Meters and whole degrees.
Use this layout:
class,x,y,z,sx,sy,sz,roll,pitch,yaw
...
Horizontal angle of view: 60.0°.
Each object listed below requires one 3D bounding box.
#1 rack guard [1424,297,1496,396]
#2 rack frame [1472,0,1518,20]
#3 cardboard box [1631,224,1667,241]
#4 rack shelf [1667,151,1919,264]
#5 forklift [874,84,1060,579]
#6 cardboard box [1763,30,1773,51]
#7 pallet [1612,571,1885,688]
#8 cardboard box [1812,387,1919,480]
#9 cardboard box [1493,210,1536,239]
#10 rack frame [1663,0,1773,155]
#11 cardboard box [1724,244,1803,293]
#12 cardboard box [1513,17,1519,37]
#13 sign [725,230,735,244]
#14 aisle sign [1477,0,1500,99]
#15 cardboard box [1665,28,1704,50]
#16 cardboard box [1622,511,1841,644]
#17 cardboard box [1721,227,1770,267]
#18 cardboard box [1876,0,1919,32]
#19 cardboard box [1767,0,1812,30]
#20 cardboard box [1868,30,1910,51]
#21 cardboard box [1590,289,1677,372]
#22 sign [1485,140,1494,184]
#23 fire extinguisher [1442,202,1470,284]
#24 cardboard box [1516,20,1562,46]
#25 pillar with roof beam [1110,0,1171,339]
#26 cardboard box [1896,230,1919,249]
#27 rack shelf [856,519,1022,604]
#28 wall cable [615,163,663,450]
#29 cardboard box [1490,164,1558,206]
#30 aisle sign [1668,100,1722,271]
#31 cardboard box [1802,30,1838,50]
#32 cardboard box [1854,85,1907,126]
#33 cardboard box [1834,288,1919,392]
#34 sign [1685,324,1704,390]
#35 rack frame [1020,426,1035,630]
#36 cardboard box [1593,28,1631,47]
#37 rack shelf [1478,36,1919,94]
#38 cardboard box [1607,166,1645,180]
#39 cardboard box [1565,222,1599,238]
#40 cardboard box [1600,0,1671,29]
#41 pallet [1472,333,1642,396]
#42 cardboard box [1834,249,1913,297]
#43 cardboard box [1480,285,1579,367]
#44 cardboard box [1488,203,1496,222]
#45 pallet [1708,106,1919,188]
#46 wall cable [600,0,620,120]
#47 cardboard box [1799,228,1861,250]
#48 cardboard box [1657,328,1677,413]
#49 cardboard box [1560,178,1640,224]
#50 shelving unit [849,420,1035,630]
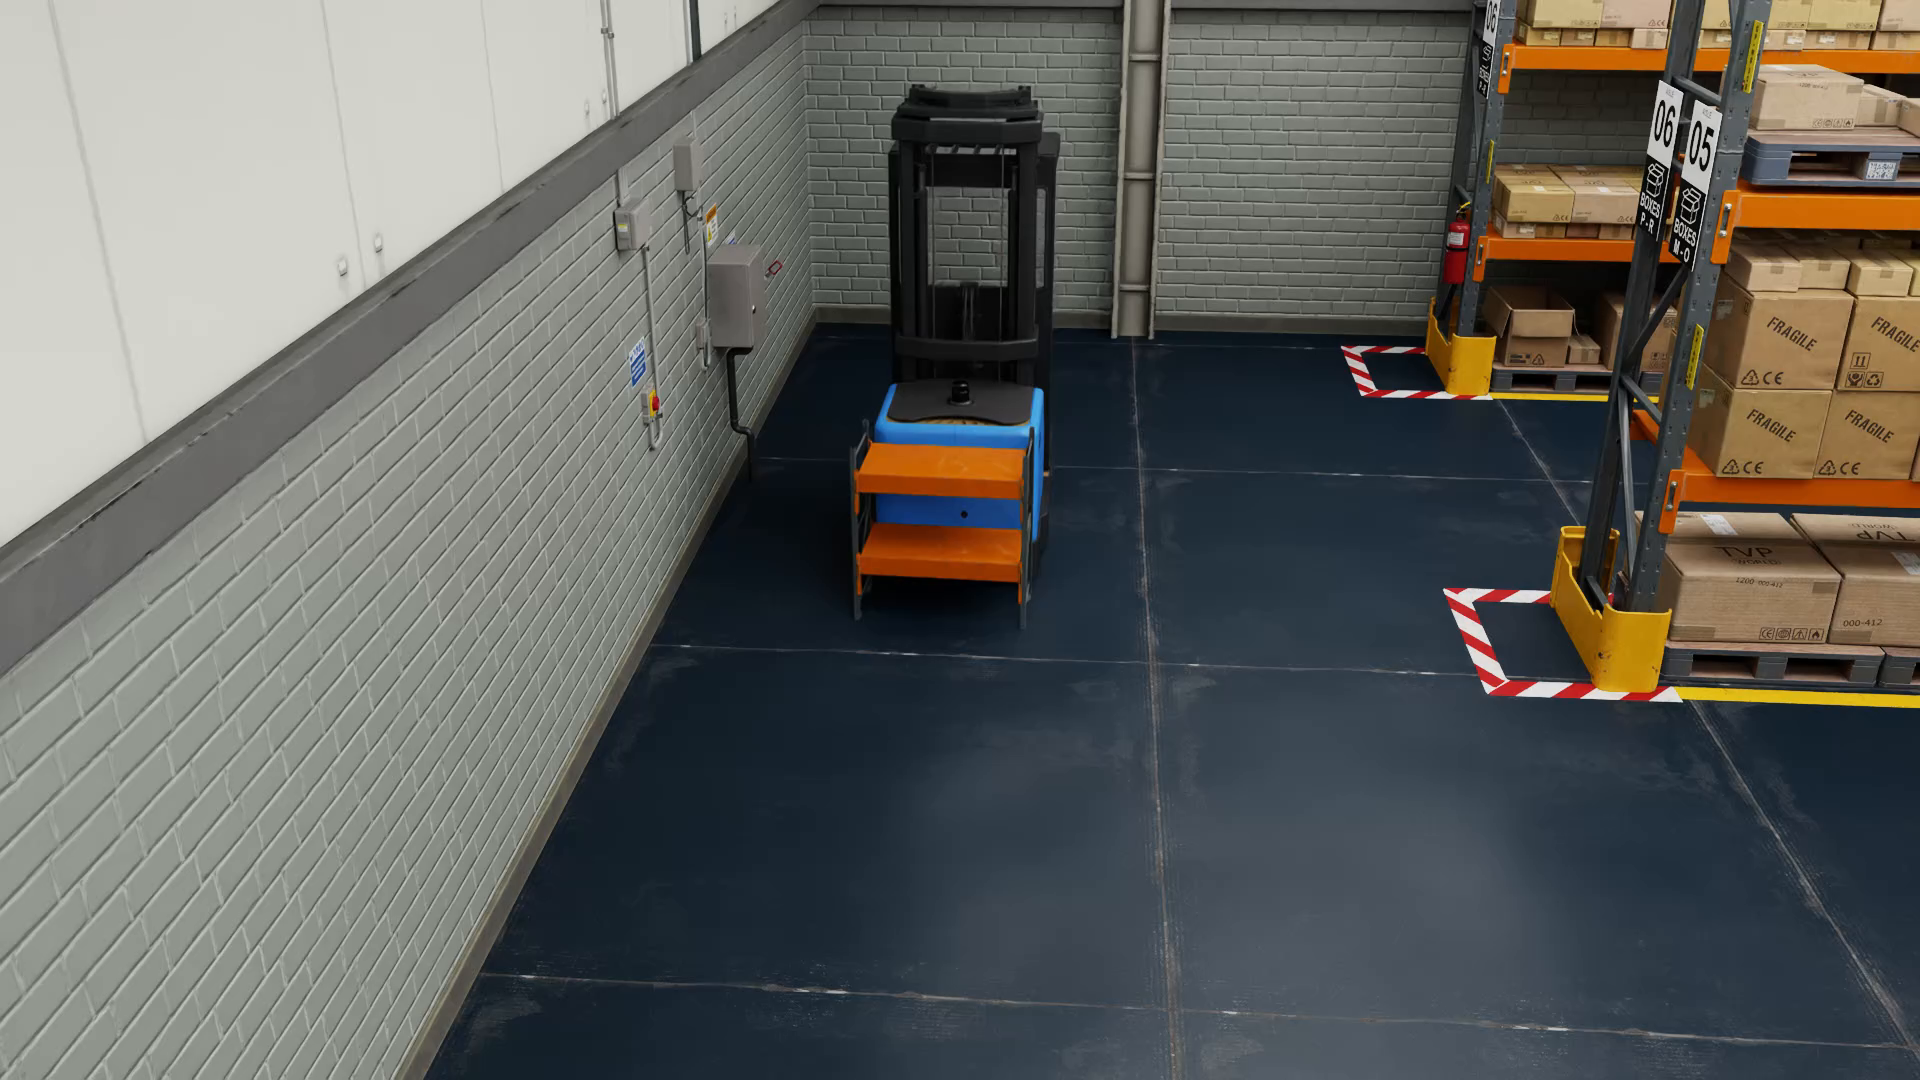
class,x,y,z,sx,sy,sz,roll,pitch,yaw
rack guard,4.290,-1.676,14.295,0.348,0.500,1.175,2,25,4
rack frame,4.214,-5.540,12.524,0.127,3.000,1.000,2,25,4
cardboard box,5.555,-2.553,13.510,0.250,0.149,0.380,2,25,5
rack shelf,5.832,-1.717,8.666,4.000,0.370,1.077,2,25,4
forklift,0.101,-1.666,11.365,1.130,2.935,3.031,2,25,5
cardboard box,6.035,-3.866,12.776,0.250,0.149,0.380,2,25,4
pallet,4.641,0.514,9.880,1.213,0.211,1.003,2,25,4
cardboard box,4.801,-0.651,8.957,0.500,0.500,0.500,1,25,3
cardboard box,4.521,-2.575,13.559,0.250,0.149,0.380,2,25,4
rack frame,3.838,-3.471,8.027,0.127,3.000,1.000,2,25,4
cardboard box,4.170,-1.413,8.641,0.250,0.149,0.380,2,25,5
cardboard box,4.551,-4.149,13.391,0.250,0.149,0.380,2,25,5
sign,-1.649,-1.956,12.027,0.001,0.494,0.329,2,25,4
aisle sign,4.123,-3.875,12.973,0.004,0.787,0.394,2,25,4
cardboard box,5.534,-3.887,12.821,0.250,0.149,0.380,2,25,4
cardboard box,4.503,0.207,9.774,0.875,0.438,0.875,1,25,2
cardboard box,4.211,-1.612,9.072,0.250,0.149,0.380,2,25,5
cardboard box,7.183,-4.039,12.675,0.500,0.250,0.500,1,25,2
cardboard box,6.171,-4.080,12.763,0.500,0.250,0.500,1,25,3
cardboard box,7.066,-3.854,12.750,0.250,0.149,0.380,2,25,4
cardboard box,5.666,-1.767,13.989,0.500,0.500,0.700,3,25,6
sign,4.172,-2.981,13.105,0.005,0.325,0.100,2,25,4
fire extinguisher,4.032,-2.422,13.463,0.183,0.674,0.296,2,25,4
cardboard box,4.514,-3.956,12.970,0.250,0.149,0.380,2,25,5
pillar with roof beam,1.265,-4.207,9.628,0.400,9.000,9.100,2,25,4
cardboard box,5.233,-1.577,8.998,0.250,0.149,0.380,2,25,4
rack shelf,-0.098,0.126,10.215,1.000,0.278,0.538,3,25,6
wall cable,-1.786,-1.392,9.434,0.123,1.953,0.585,2,25,4
cardboard box,4.693,-2.977,13.955,0.500,0.250,0.500,3,25,6
aisle sign,3.744,-1.808,8.480,0.004,0.787,0.394,2,25,4
cardboard box,6.549,-3.881,12.807,0.250,0.149,0.380,2,25,5
cardboard box,4.717,-2.273,8.692,0.250,0.149,0.380,0,25,0
cardboard box,4.810,-1.097,8.731,0.500,0.500,0.500,1,25,3
sign,3.789,-0.944,8.582,0.005,0.325,0.100,2,25,4
rack frame,0.407,-0.071,10.059,0.032,1.125,0.500,3,25,6
cardboard box,5.032,-3.943,12.943,0.250,0.149,0.380,2,25,4
rack shelf,6.208,-3.786,13.162,4.000,0.370,1.077,2,25,4
cardboard box,5.700,-2.942,13.880,0.500,0.250,0.500,3,25,6
cardboard box,5.042,-2.593,13.596,0.250,0.149,0.380,2,25,3
cardboard box,5.144,-4.108,12.825,0.500,0.250,0.500,2,25,5
pallet,5.085,-1.520,14.301,1.213,0.211,1.003,2,25,4
cardboard box,4.688,-1.378,8.565,0.250,0.149,0.380,3,25,6
cardboard box,4.816,-1.812,14.083,0.637,0.503,0.797,1,25,2
cardboard box,4.565,-2.801,14.050,0.250,0.149,0.380,2,25,3
pallet,4.578,-2.048,8.631,1.213,0.211,1.003,2,25,4
wall cable,-1.856,-3.535,8.168,0.029,3.000,0.463,2,25,4
cardboard box,4.730,-1.640,9.135,0.250,0.149,0.380,2,25,3
cardboard box,4.339,-0.886,9.467,0.500,0.500,0.500,2,25,4
cardboard box,5.148,-2.738,13.436,0.500,0.250,0.500,2,25,5
shelving unit,-0.098,-0.096,10.113,1.048,1.125,0.538,3,25,6
